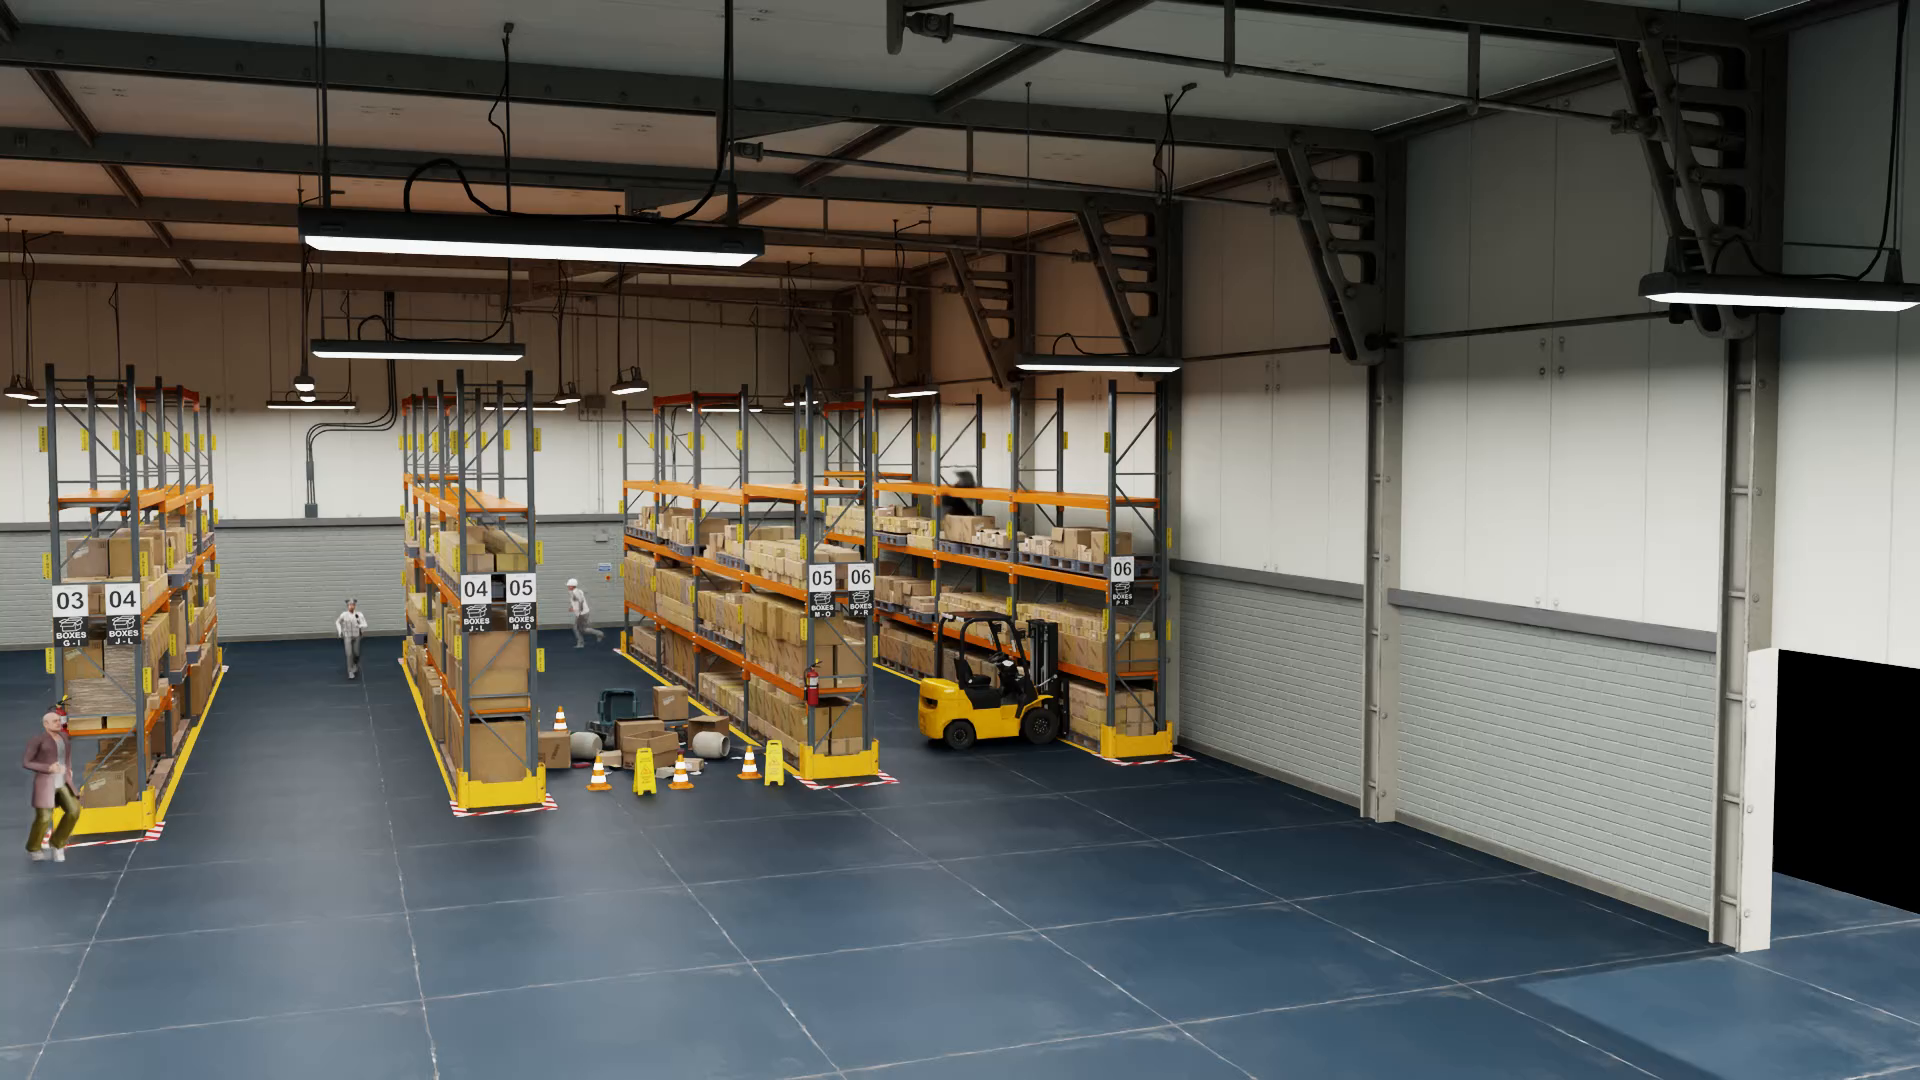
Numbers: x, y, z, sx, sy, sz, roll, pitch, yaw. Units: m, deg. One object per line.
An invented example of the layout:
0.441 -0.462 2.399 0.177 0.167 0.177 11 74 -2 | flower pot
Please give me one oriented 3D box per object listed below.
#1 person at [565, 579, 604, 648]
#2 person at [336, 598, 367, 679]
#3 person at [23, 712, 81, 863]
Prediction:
-9.151 1.803 40.552 0.910 1.728 0.670 -1 3 -10 | person
-12.962 2.072 35.442 0.618 1.672 0.927 -2 4 -25 | person
-10.834 2.966 19.897 0.710 1.806 0.715 2 4 27 | person
